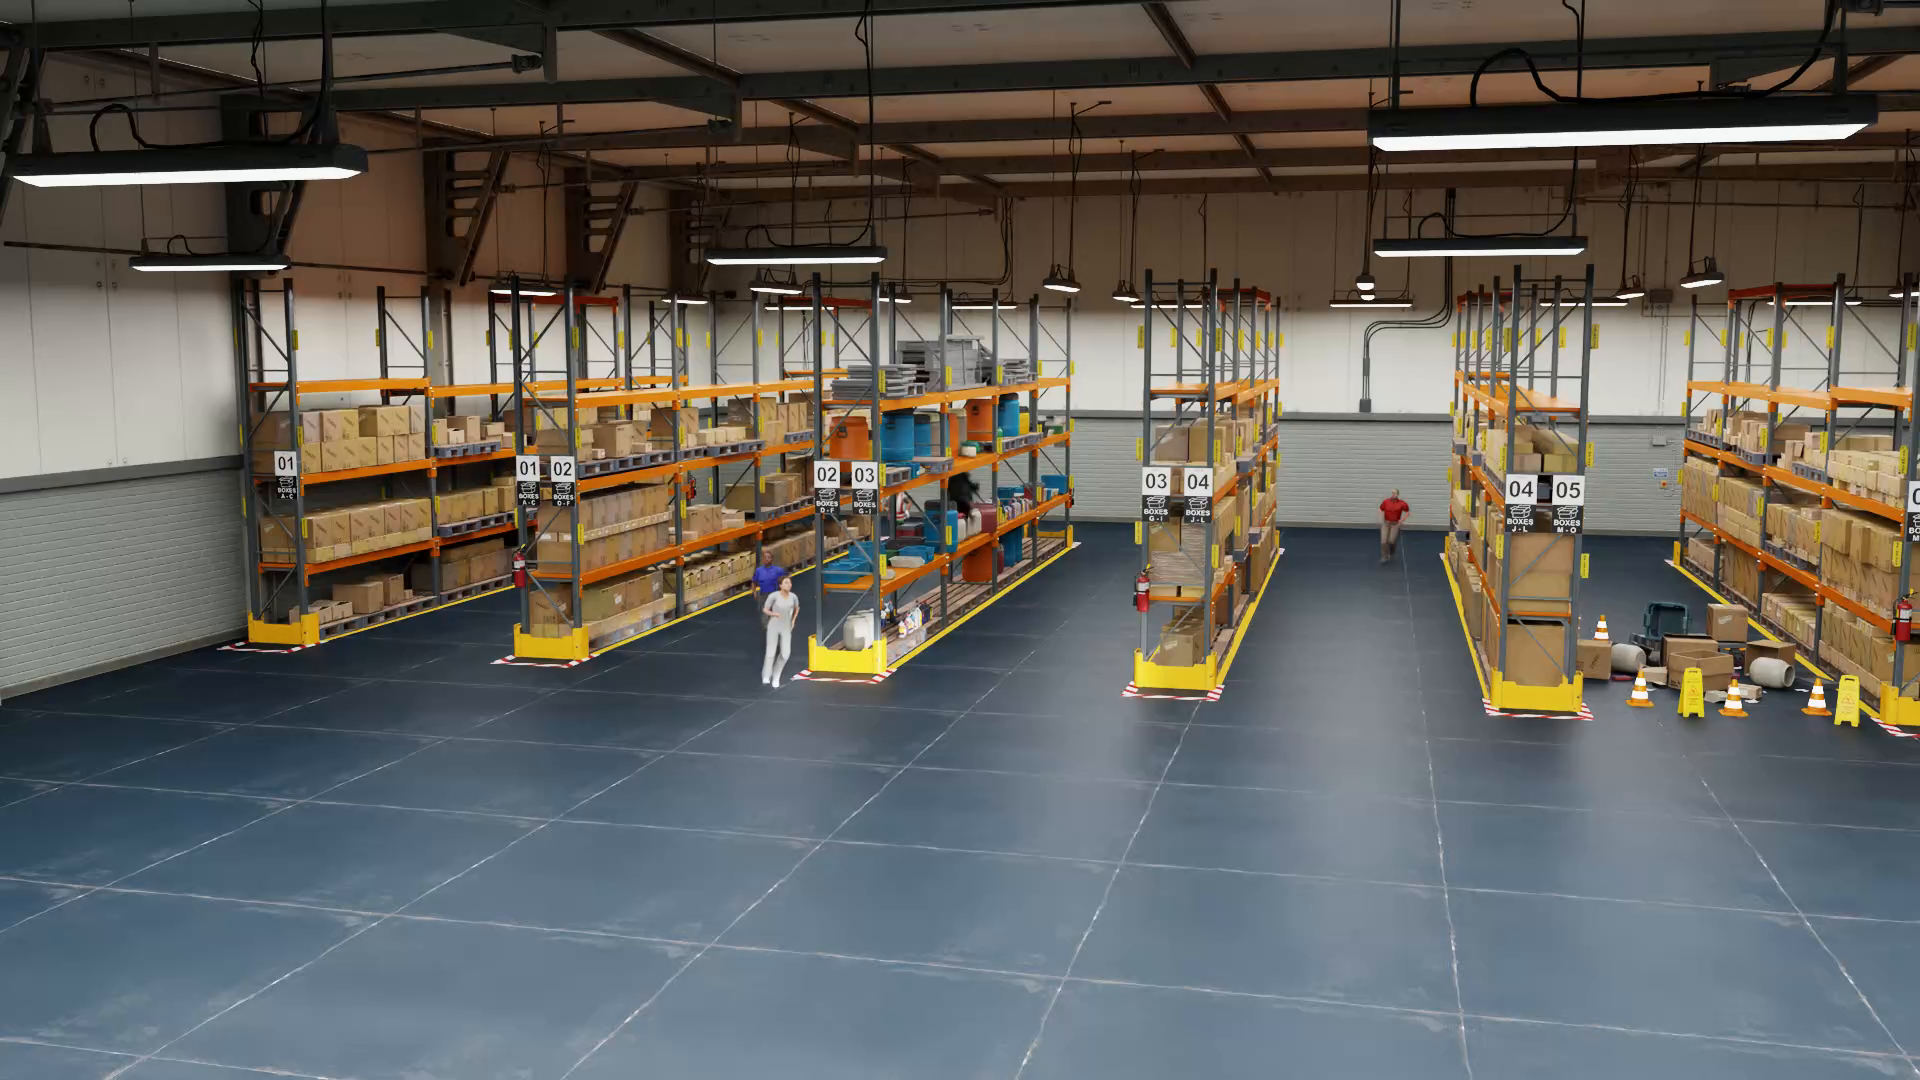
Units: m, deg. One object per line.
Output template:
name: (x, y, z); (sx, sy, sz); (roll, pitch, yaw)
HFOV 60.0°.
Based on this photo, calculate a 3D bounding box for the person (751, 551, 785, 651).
person: (-3.105, 0.978, 26.923); (0.594, 1.620, 0.535); (1, 7, 8)

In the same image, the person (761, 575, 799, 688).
person: (-2.567, 1.318, 24.076); (0.575, 1.640, 0.629); (-2, 7, -17)

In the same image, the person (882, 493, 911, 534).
person: (-1.455, -0.416, 37.724); (0.642, 1.832, 0.893); (1, 7, 8)

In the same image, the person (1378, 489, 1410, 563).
person: (9.709, -0.308, 37.381); (0.672, 1.682, 0.610); (4, 8, 30)
